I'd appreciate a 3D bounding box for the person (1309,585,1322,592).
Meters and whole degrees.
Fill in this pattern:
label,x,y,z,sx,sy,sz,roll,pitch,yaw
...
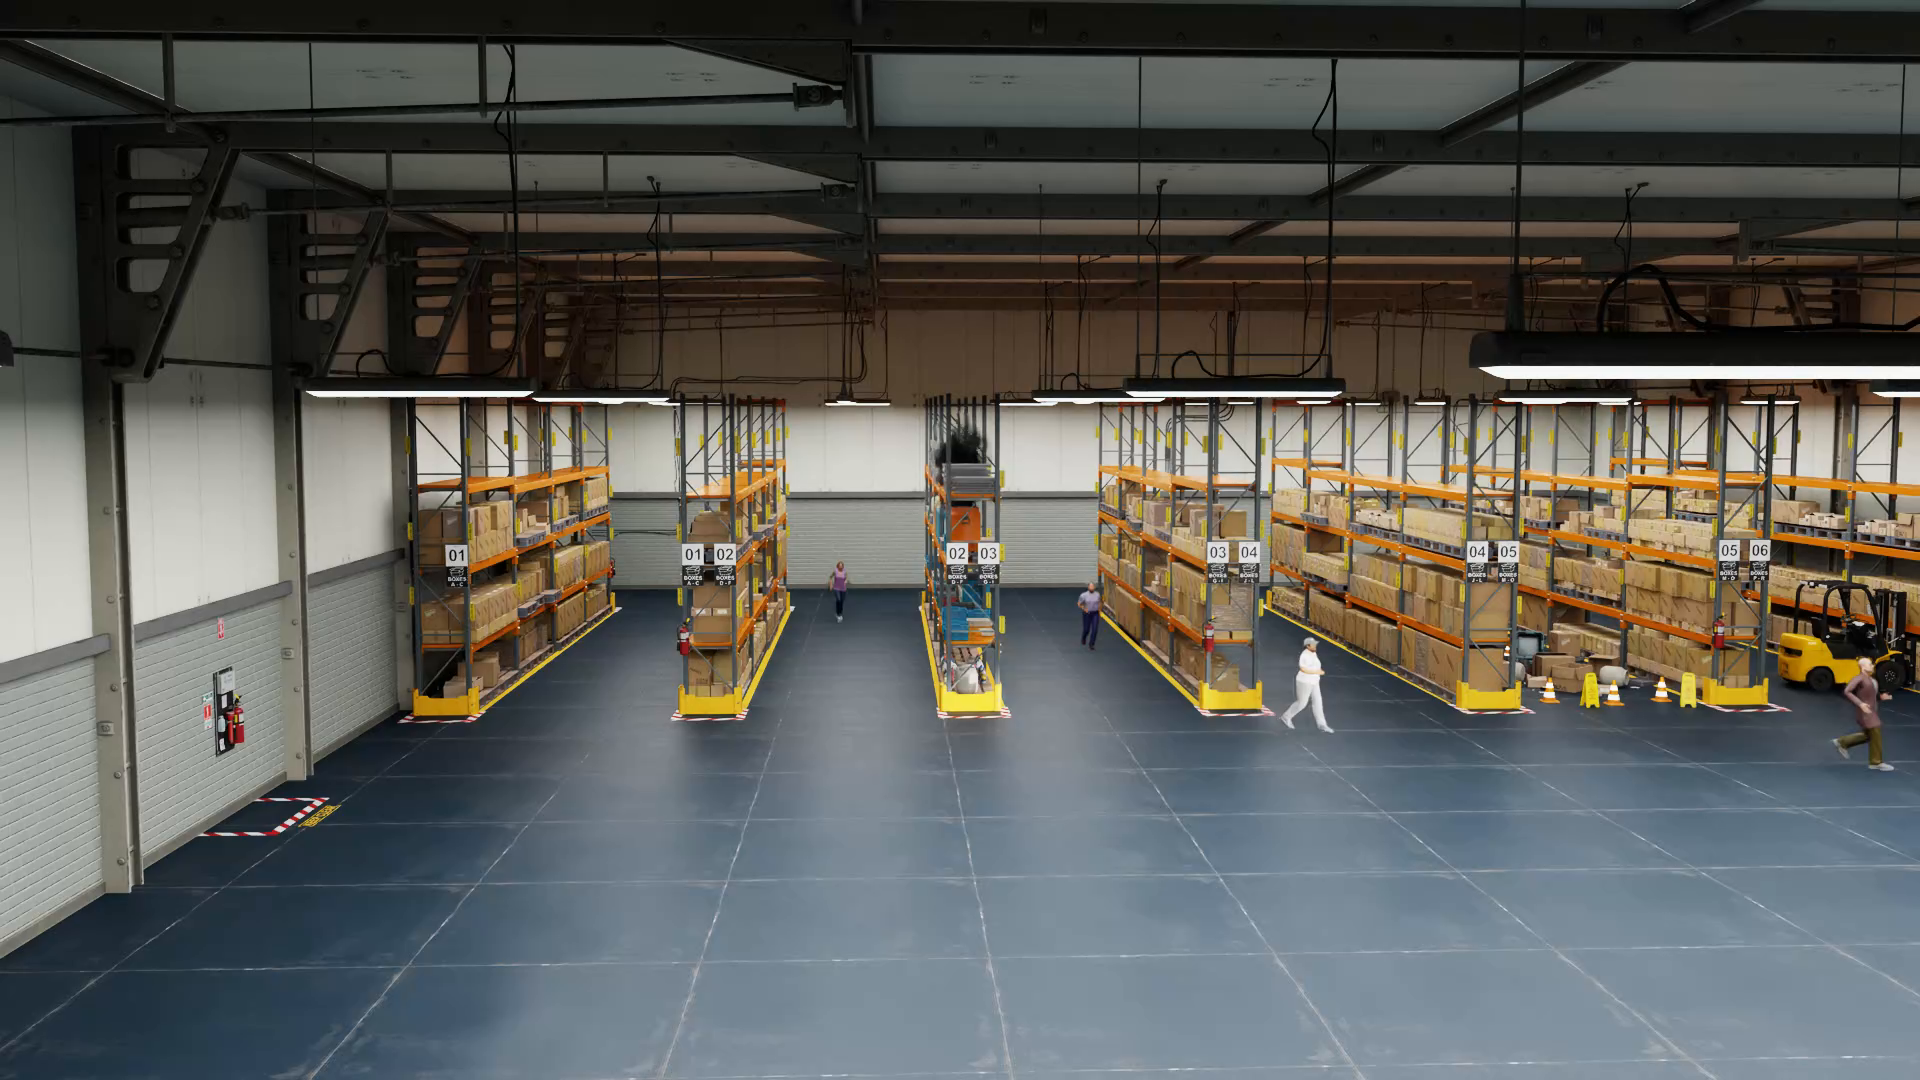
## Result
label,x,y,z,sx,sy,sz,roll,pitch,yaw
person,10.391,1.030,49.048,0.642,1.685,0.622,0,5,-2

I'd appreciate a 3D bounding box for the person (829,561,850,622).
label,x,y,z,sx,sy,sz,roll,pitch,yaw
person,-3.233,1.387,44.774,0.499,1.640,0.787,-1,5,-18

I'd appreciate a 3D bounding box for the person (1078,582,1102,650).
label,x,y,z,sx,sy,sz,roll,pitch,yaw
person,3.111,1.796,39.599,0.604,1.603,0.601,-1,5,-11

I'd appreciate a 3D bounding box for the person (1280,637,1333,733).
label,x,y,z,sx,sy,sz,roll,pitch,yaw
person,6.144,2.553,29.432,0.926,1.673,0.598,3,5,34

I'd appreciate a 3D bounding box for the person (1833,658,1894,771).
label,x,y,z,sx,sy,sz,roll,pitch,yaw
person,14.398,2.752,26.476,0.720,1.751,0.964,-4,6,-42
